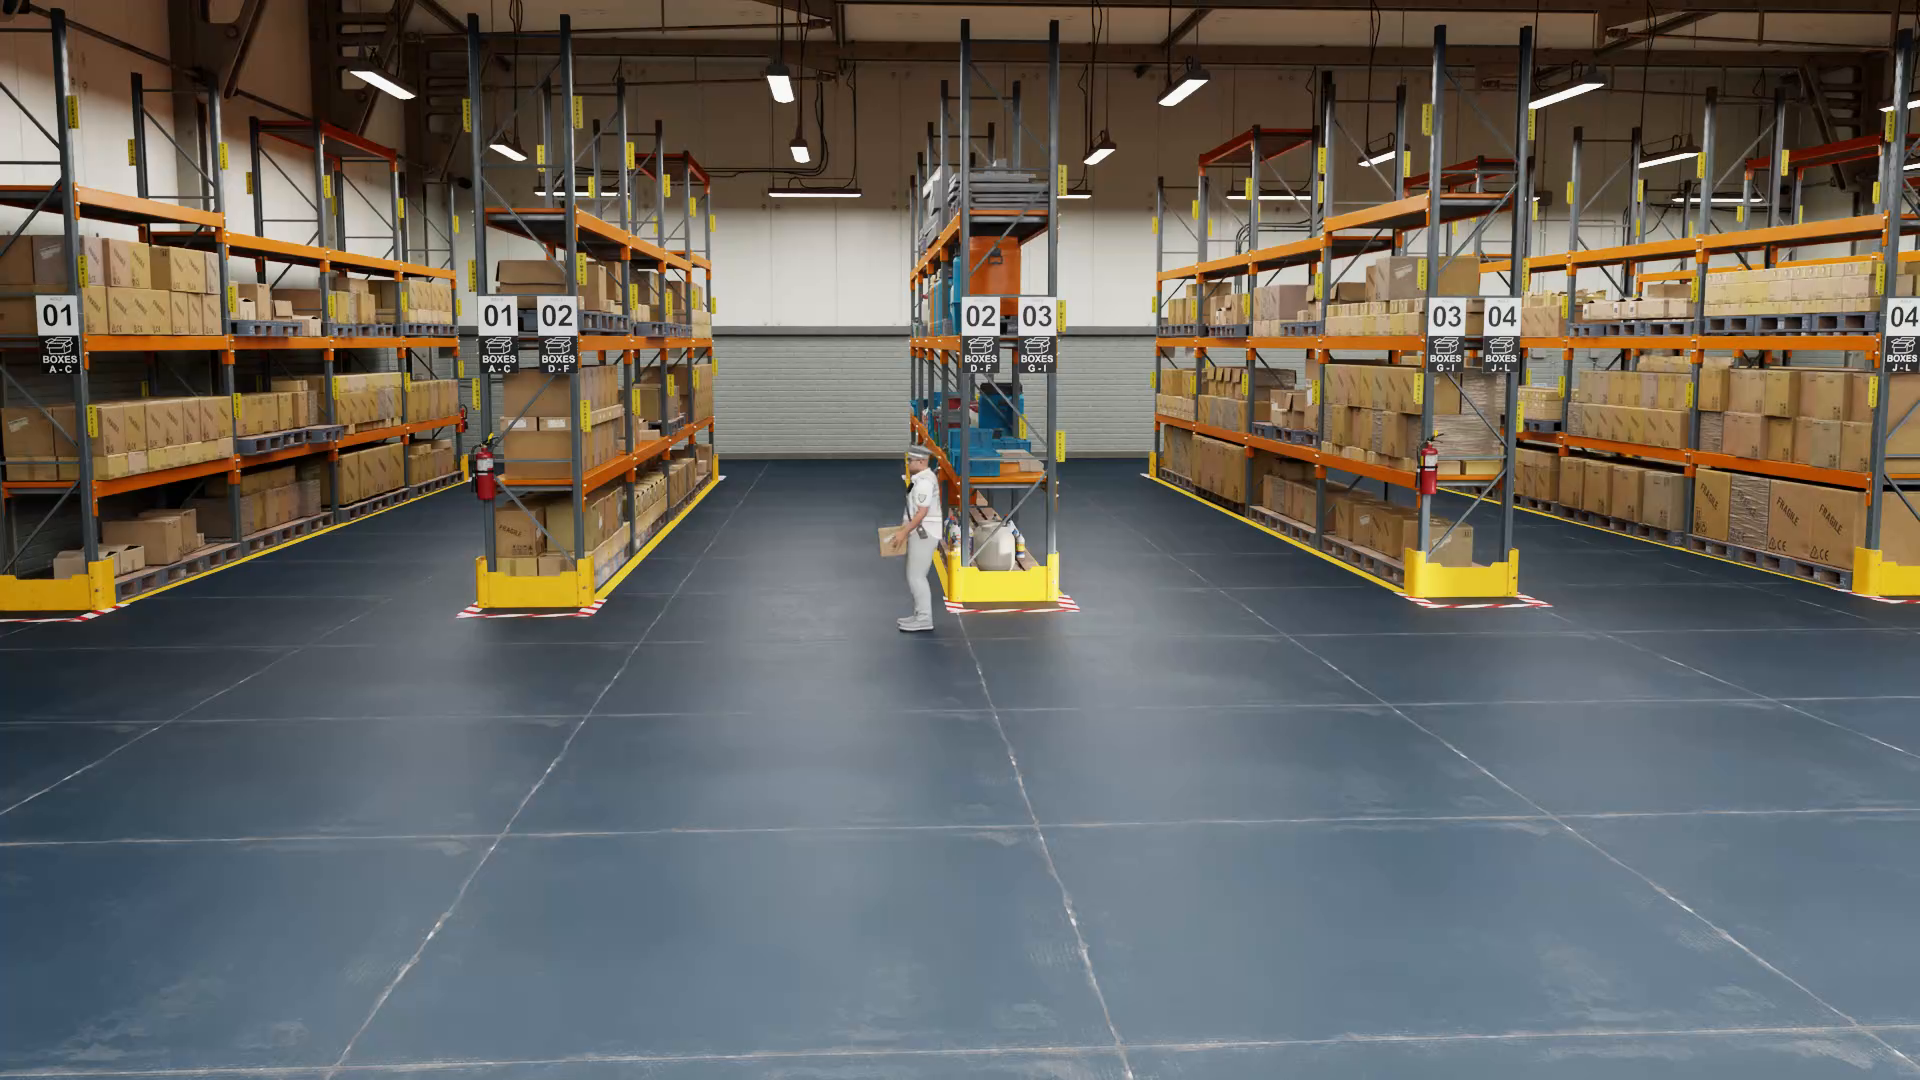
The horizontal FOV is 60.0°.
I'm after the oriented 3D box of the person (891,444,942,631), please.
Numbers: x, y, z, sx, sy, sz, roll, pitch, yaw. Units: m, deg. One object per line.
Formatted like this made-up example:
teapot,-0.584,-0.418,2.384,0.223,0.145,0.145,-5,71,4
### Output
person,-0.418,-0.033,15.892,0.491,1.770,0.533,-1,7,-5
